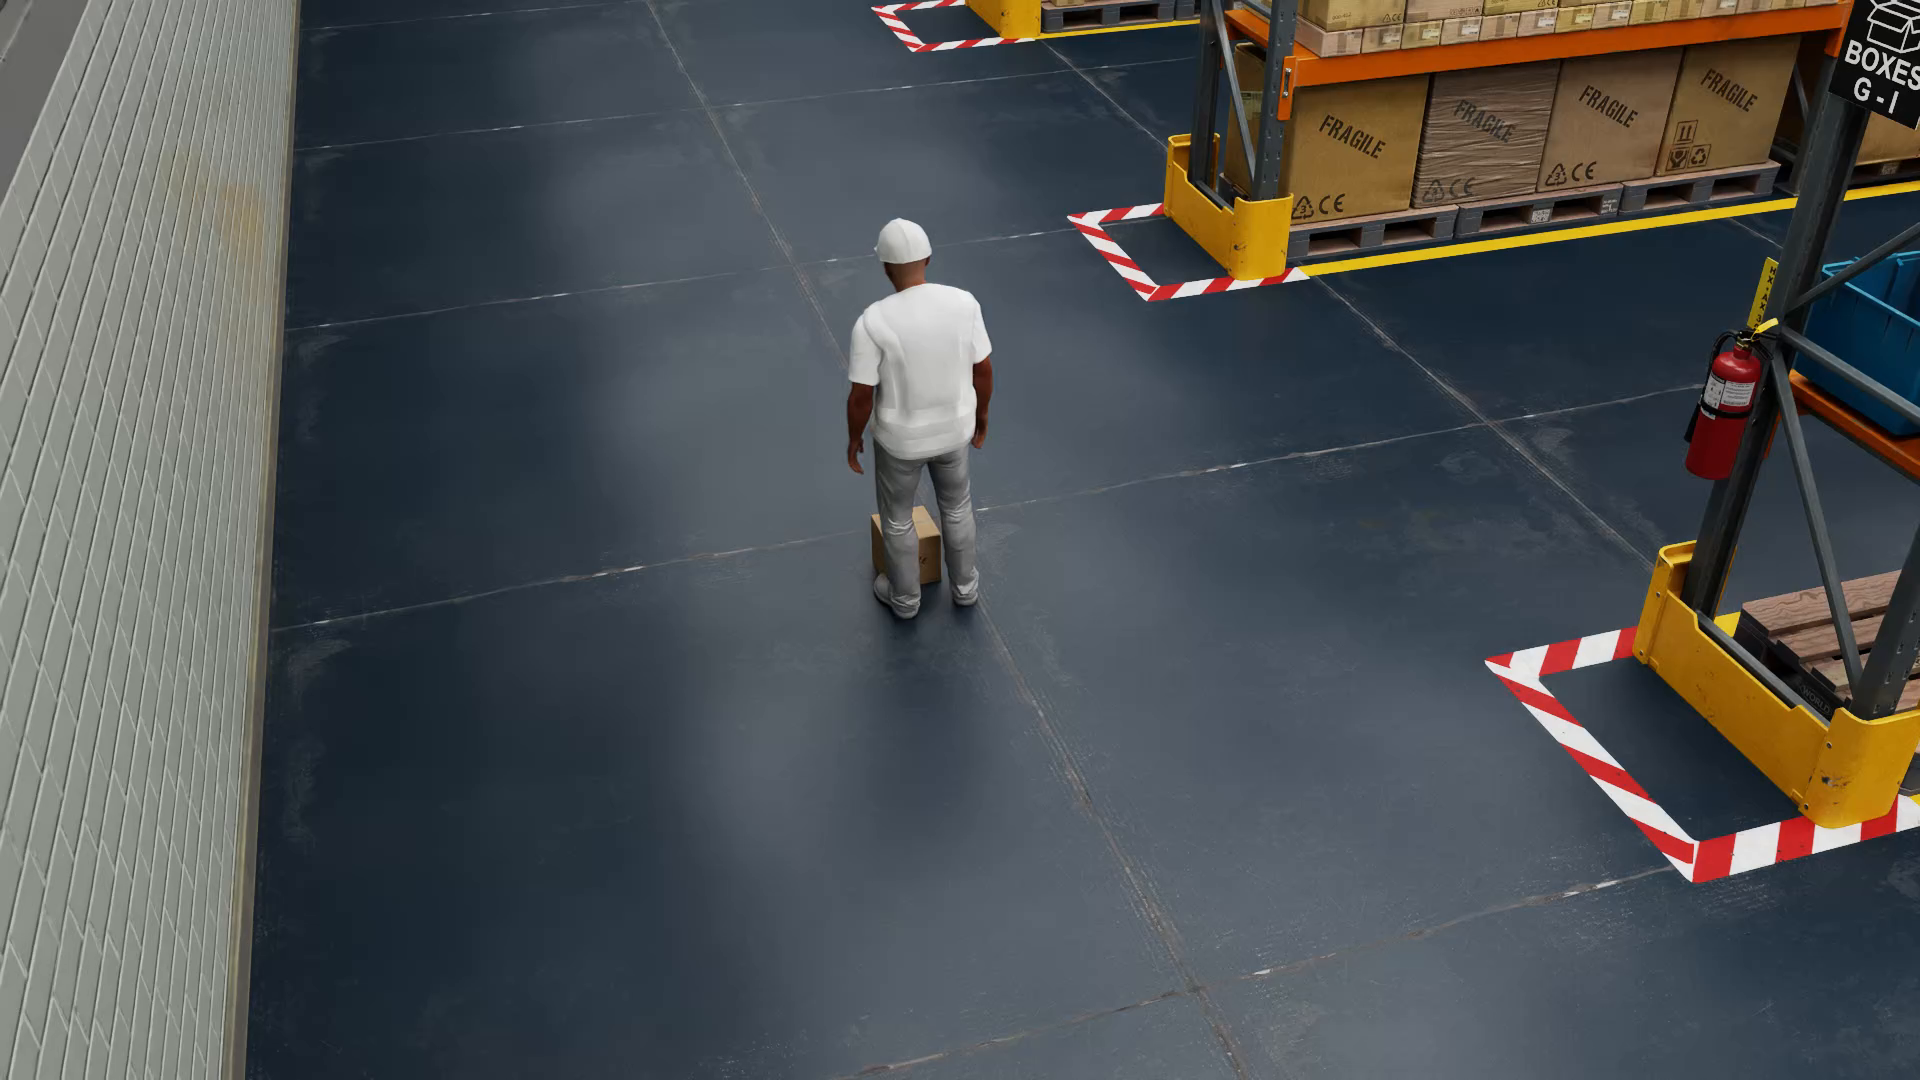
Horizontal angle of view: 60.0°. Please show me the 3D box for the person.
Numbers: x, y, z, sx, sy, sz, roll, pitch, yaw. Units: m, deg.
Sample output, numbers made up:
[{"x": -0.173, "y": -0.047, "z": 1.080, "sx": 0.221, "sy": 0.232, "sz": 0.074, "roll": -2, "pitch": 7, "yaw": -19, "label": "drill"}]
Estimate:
[{"x": -0.170, "y": -0.469, "z": 6.829, "sx": 0.633, "sy": 1.759, "sz": 0.462, "roll": -12, "pitch": 36, "yaw": -18, "label": "person"}]
